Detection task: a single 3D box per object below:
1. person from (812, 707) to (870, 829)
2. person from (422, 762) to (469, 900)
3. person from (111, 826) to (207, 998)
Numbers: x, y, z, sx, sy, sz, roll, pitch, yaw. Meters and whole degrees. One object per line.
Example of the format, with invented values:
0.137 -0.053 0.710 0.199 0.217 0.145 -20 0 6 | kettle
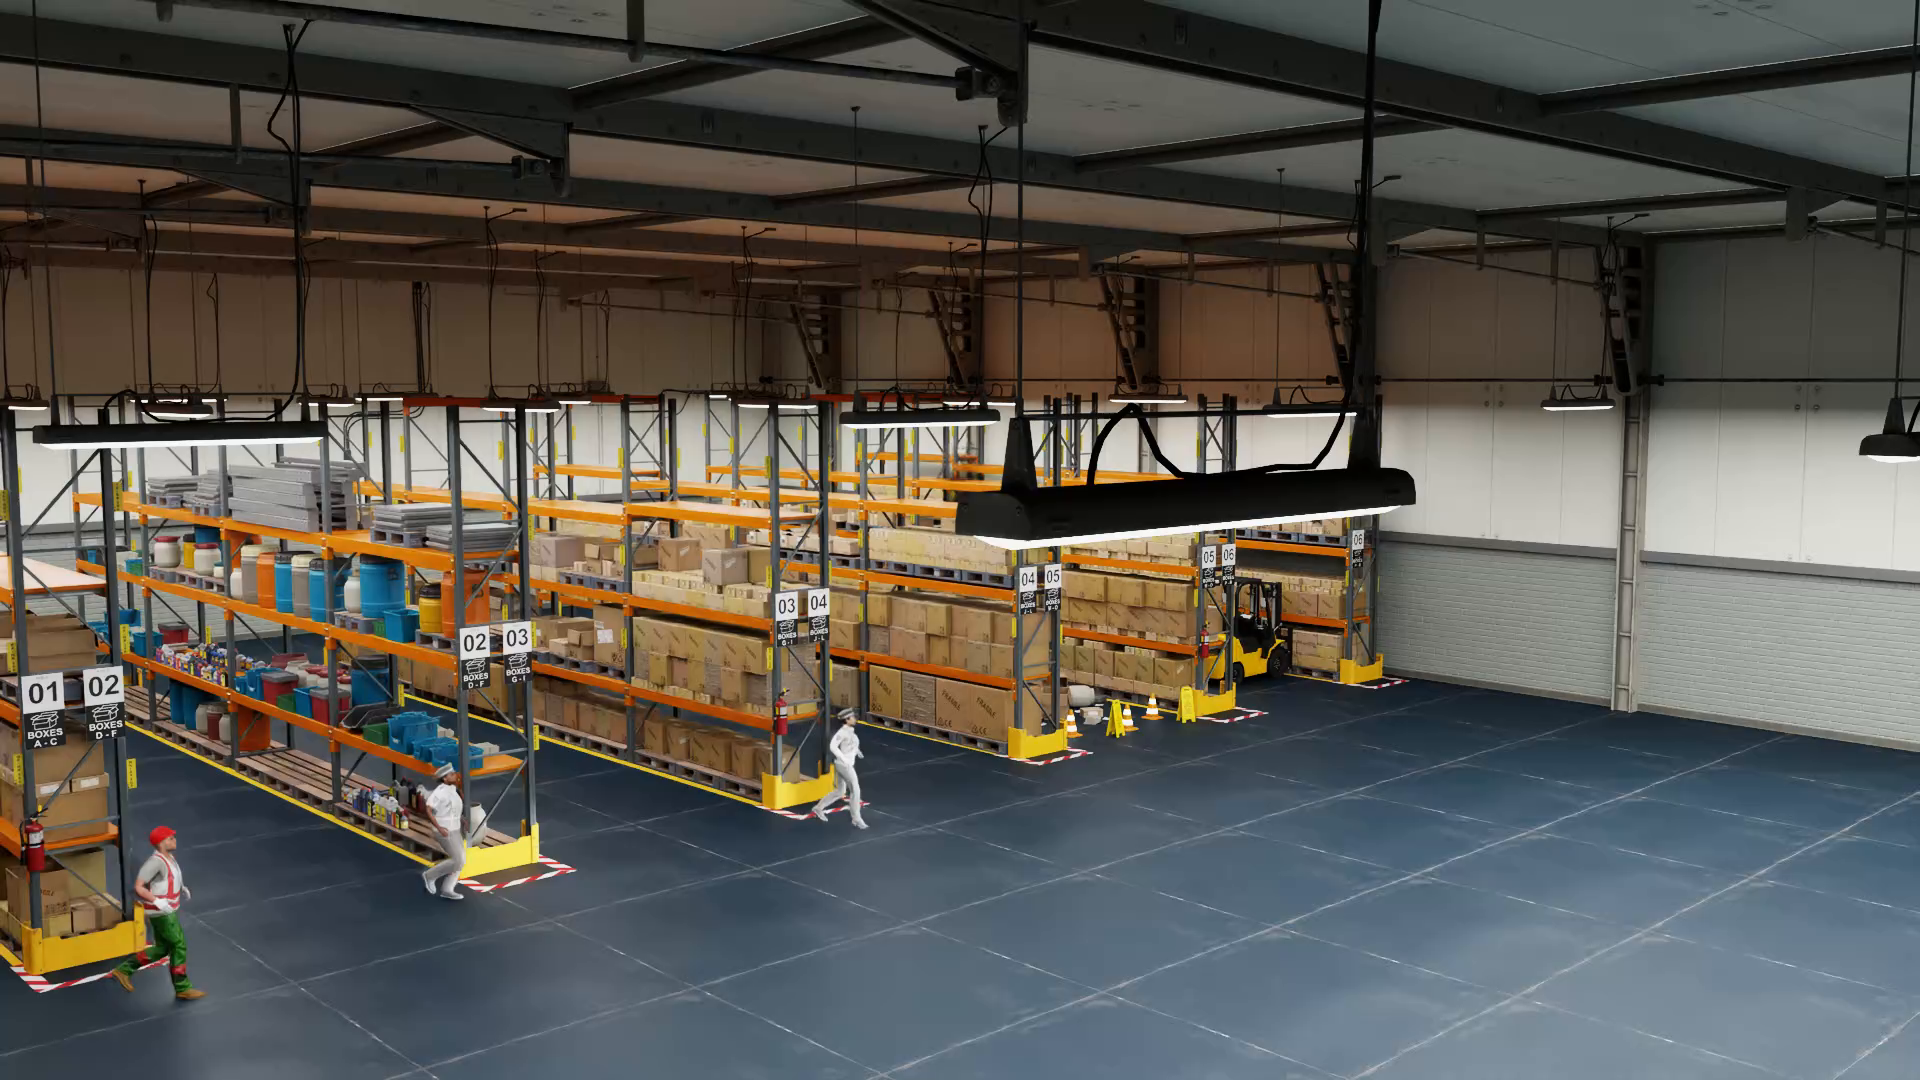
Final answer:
-1.686 3.231 23.633 0.829 1.726 0.632 0 6 0 | person
-6.284 3.552 20.389 0.516 1.648 0.644 0 6 1 | person
-8.230 3.823 17.068 0.904 1.784 0.696 -1 6 -14 | person
